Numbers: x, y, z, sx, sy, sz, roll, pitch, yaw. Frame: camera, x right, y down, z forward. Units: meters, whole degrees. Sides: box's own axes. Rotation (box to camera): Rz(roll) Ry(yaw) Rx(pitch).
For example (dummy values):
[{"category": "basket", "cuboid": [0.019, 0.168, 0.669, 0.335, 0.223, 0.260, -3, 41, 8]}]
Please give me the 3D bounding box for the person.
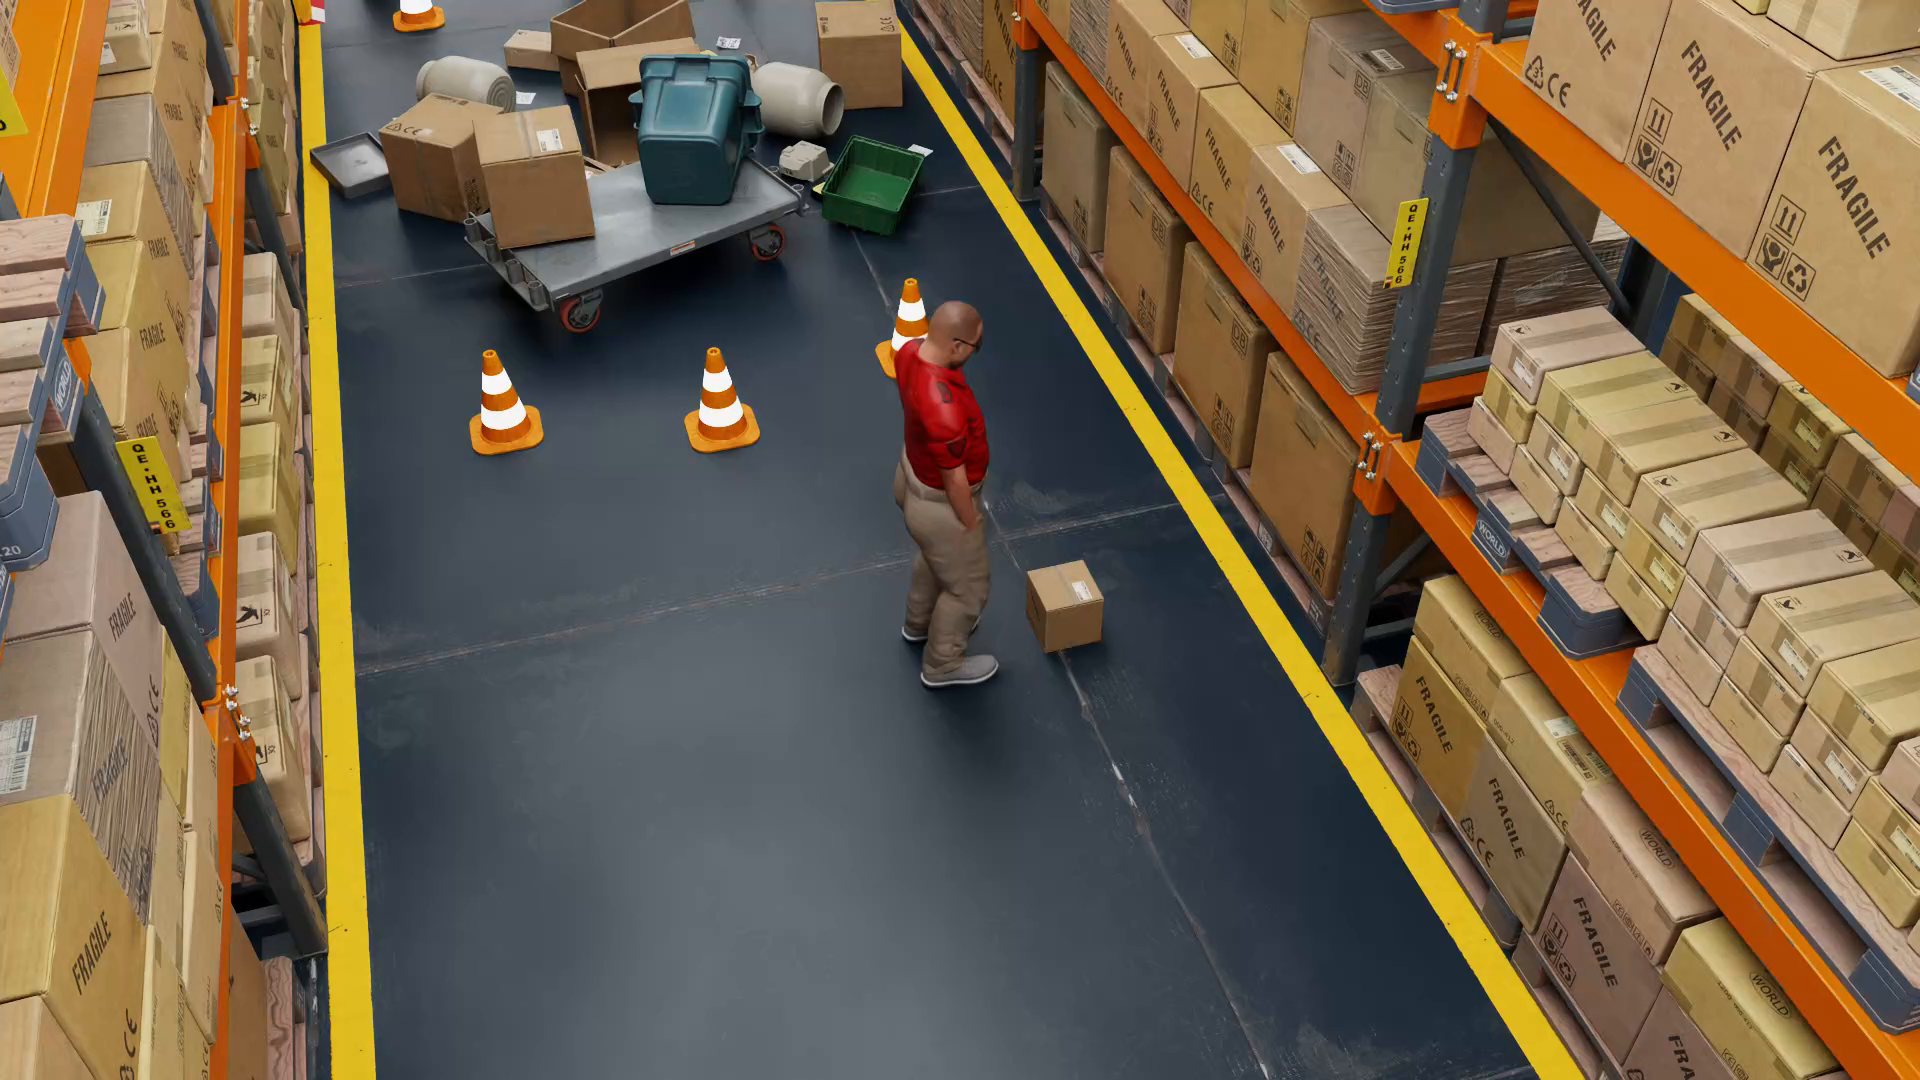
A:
[{"category": "person", "cuboid": [-0.066, -0.179, 6.394, 0.366, 1.709, 0.540, -11, 43, -12]}]
